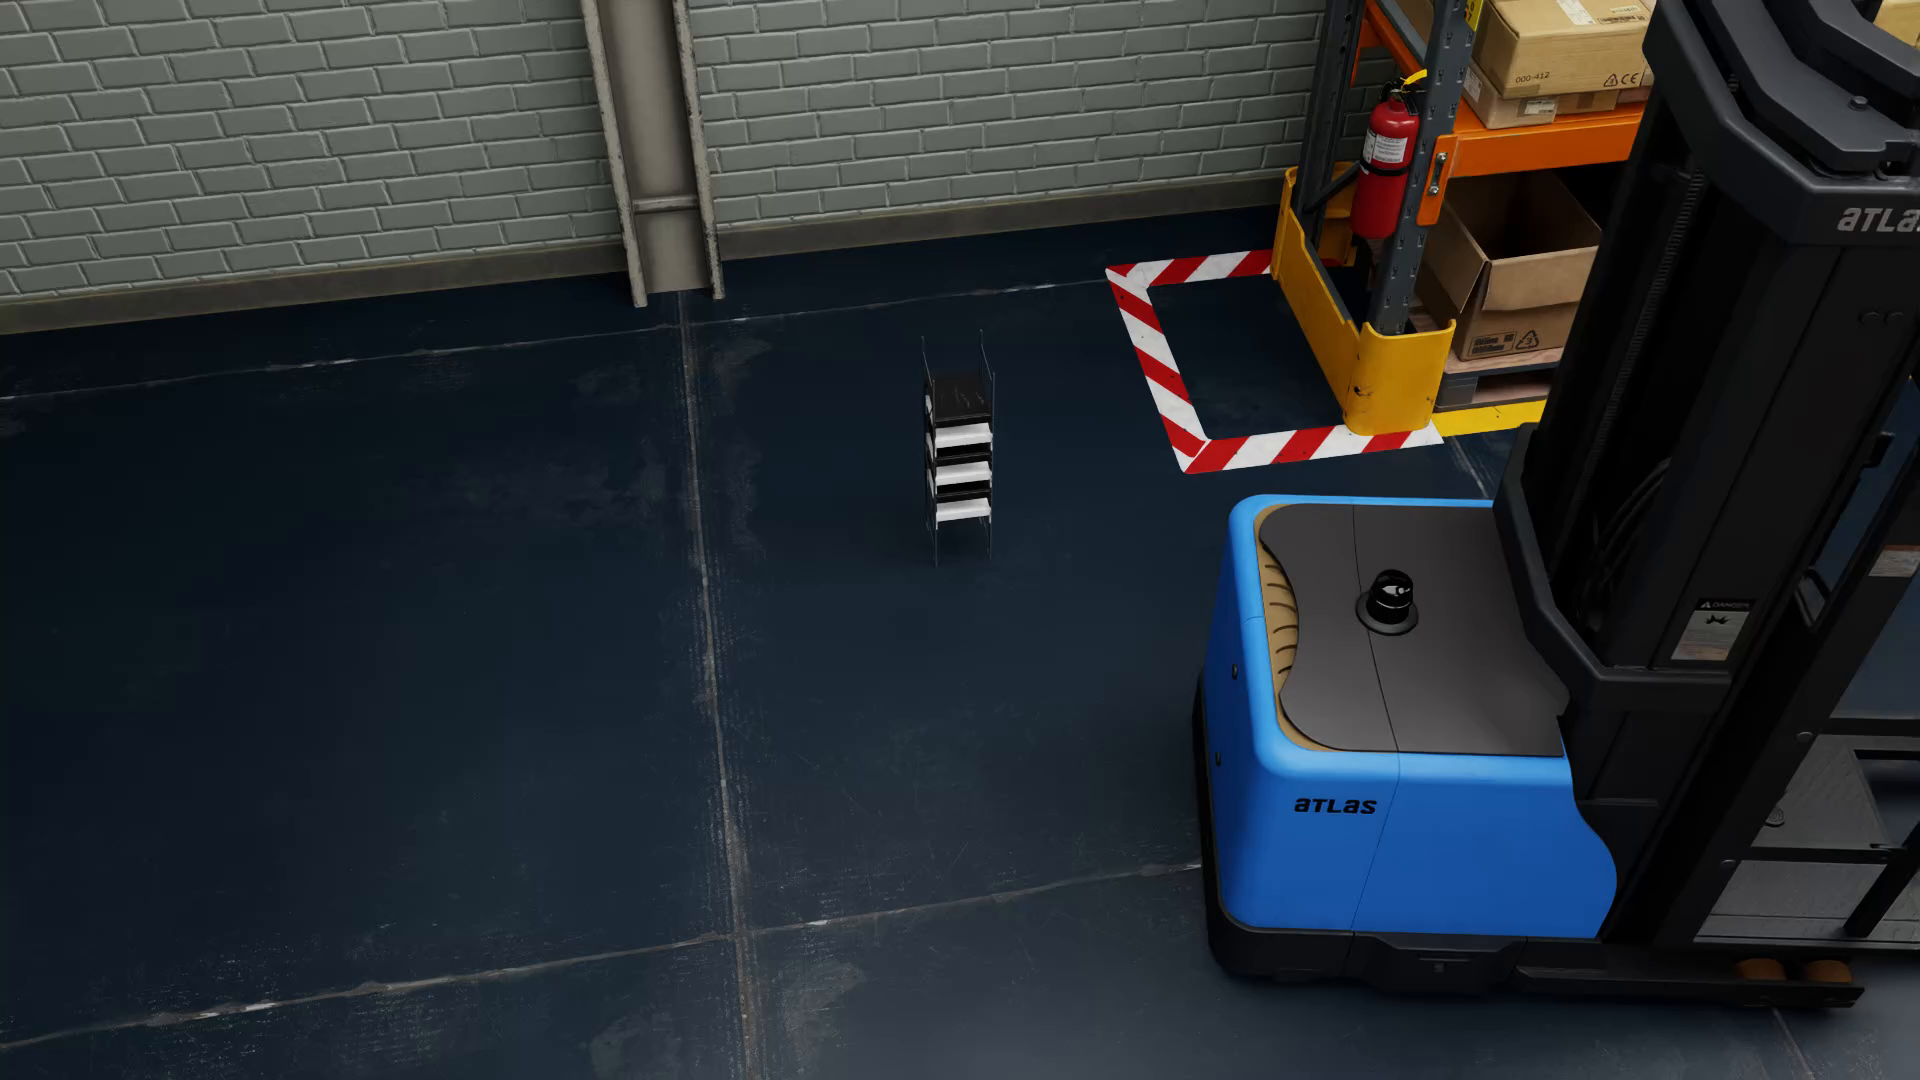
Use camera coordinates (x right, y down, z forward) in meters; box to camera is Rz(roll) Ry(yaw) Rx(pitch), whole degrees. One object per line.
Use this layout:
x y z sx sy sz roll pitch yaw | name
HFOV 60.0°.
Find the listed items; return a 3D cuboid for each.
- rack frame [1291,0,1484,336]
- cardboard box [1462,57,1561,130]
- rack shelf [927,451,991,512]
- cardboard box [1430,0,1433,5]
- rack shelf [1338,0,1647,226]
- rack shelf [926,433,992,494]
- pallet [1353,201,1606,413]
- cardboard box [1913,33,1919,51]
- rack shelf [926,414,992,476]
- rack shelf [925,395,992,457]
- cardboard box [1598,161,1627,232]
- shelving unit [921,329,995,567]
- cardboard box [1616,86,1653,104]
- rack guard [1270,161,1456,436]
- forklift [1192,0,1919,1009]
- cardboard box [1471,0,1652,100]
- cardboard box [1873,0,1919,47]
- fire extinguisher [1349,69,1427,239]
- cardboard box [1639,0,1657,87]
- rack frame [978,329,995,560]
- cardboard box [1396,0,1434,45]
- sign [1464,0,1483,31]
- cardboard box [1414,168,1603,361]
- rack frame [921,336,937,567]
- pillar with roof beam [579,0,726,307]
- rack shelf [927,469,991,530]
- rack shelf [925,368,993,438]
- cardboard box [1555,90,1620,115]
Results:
1.563 -1.876 5.974 0.127 3.000 1.000 -7 46 -7 | rack frame
1.934 -1.634 5.916 0.250 0.149 0.380 -7 47 -7 | cardboard box
-0.008 -0.226 6.014 0.200 0.077 0.258 -7 46 -7 | rack shelf
1.971 -2.172 6.157 0.500 0.250 0.500 -6 46 -6 | cardboard box
3.534 -1.871 6.470 4.000 0.370 1.077 -7 46 -7 | rack shelf
-0.008 -0.288 5.949 0.200 0.077 0.258 -7 46 -7 | rack shelf
2.424 -1.016 7.082 1.213 0.211 1.003 -7 46 -7 | pallet
3.552 -1.996 5.988 0.500 0.250 0.500 -8 47 -8 | cardboard box
-0.008 -0.351 5.884 0.200 0.077 0.258 -7 46 -7 | rack shelf
-0.008 -0.413 5.819 0.200 0.077 0.258 -7 46 -7 | rack shelf
3.031 -1.239 6.805 0.500 0.500 0.700 -5 46 -5 | cardboard box
-0.008 -0.311 5.925 0.210 0.900 0.258 -7 46 -7 | shelving unit
2.430 -1.755 6.032 0.250 0.149 0.380 -8 47 -7 | cardboard box
1.638 -1.018 6.883 0.348 0.500 1.175 -7 46 -7 | rack guard
2.276 -0.025 4.239 3.031 2.935 1.130 1 46 1 | forklift
2.056 -1.791 5.790 0.500 0.250 0.500 -7 46 -7 | cardboard box
3.052 -1.918 5.912 0.500 0.250 0.500 -8 47 -8 | cardboard box
1.497 -1.373 5.803 0.183 0.674 0.296 -7 46 -7 | fire extinguisher
2.553 -1.853 5.850 0.500 0.250 0.500 -7 46 -6 | cardboard box
0.092 -0.324 5.937 0.006 0.900 0.240 -7 46 -7 | rack frame
1.844 -2.020 6.287 0.250 0.149 0.380 -8 47 -7 | cardboard box
1.656 -1.791 5.291 0.005 0.325 0.100 -7 46 -7 | sign
2.182 -1.163 6.729 0.637 0.503 0.797 -9 47 -8 | cardboard box
-0.108 -0.299 5.913 0.006 0.900 0.240 -7 46 -7 | rack frame
-0.513 -1.211 1.168 0.400 9.000 9.100 -7 46 -7 | pillar with roof beam
-0.008 -0.163 6.079 0.200 0.077 0.258 -7 46 -7 | rack shelf
-0.008 -0.475 5.755 0.200 0.077 0.258 -7 46 -7 | rack shelf
2.177 -1.698 5.978 0.250 0.149 0.380 -6 46 -6 | cardboard box
